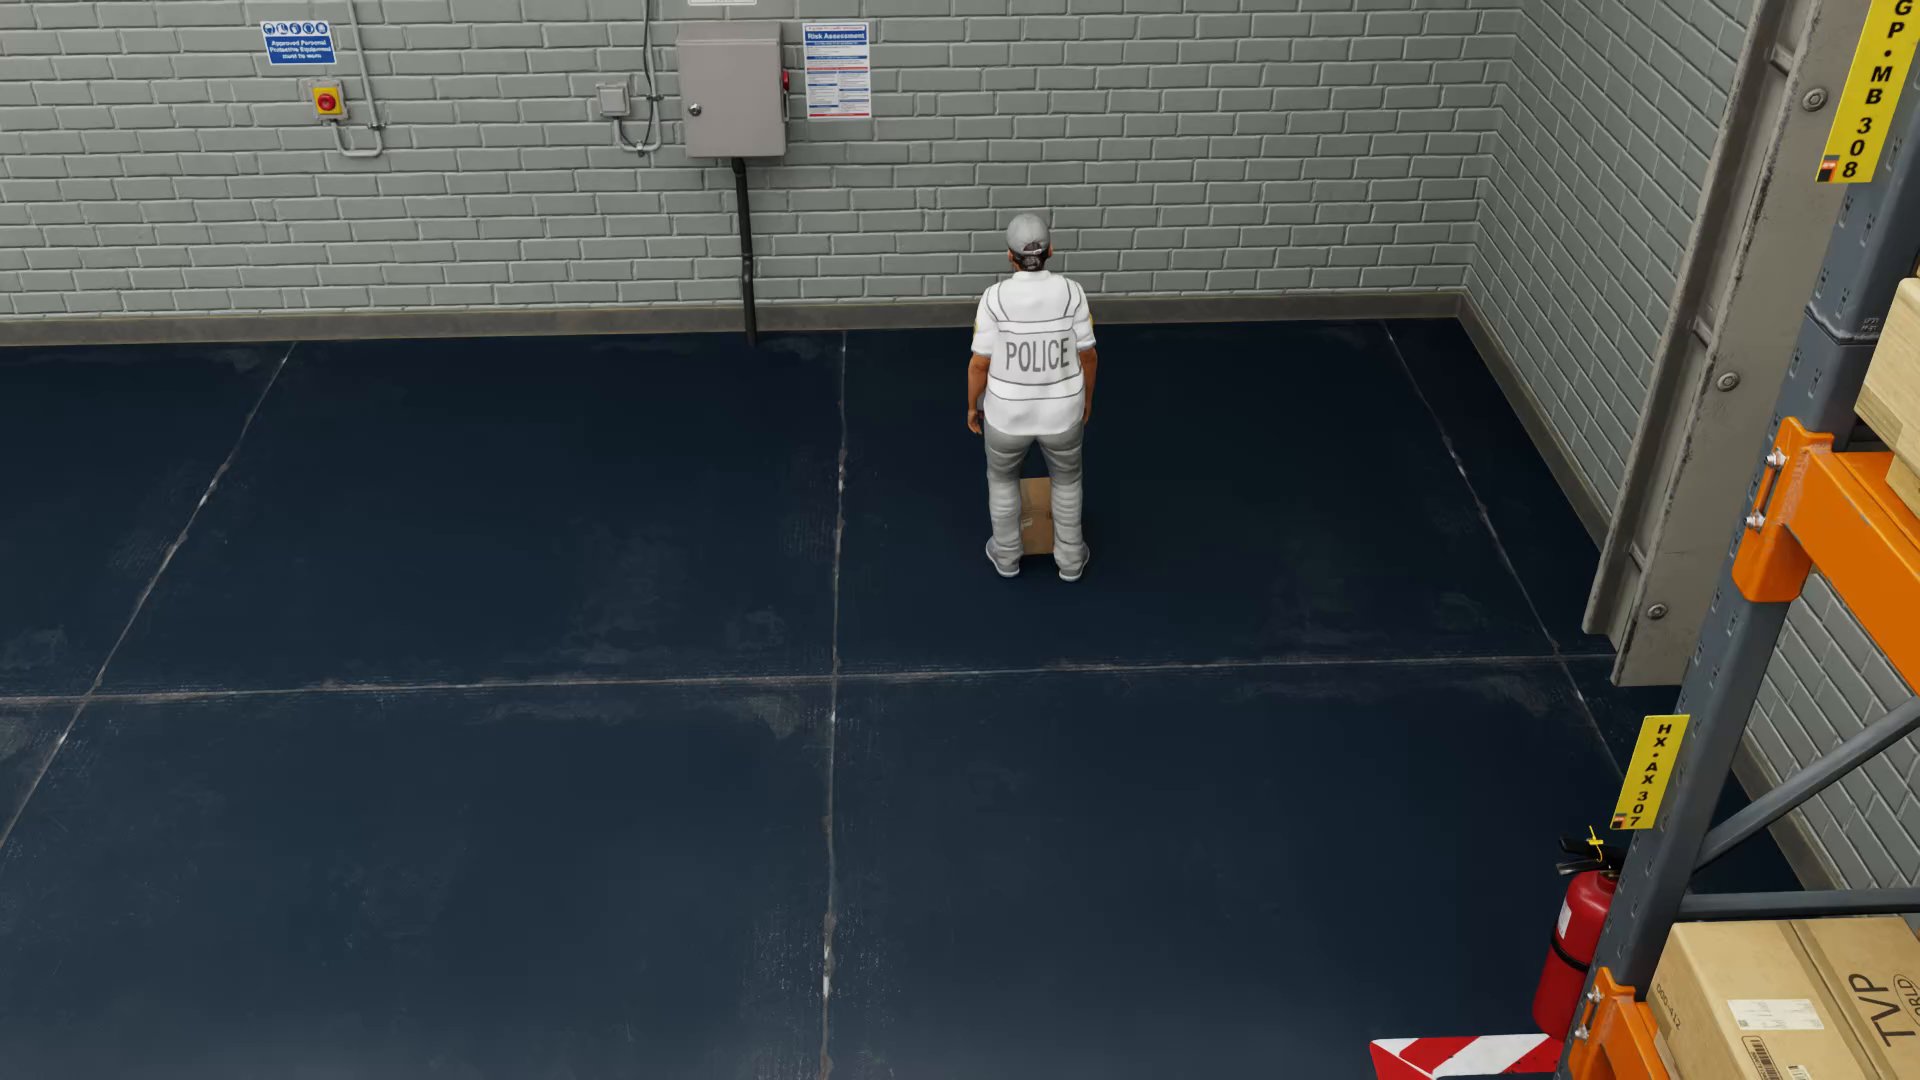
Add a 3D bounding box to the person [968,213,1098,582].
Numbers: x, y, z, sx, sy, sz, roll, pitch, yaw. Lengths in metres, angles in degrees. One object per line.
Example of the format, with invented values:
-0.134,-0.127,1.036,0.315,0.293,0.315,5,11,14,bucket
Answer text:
0.308,-0.555,6.919,0.562,1.667,0.463,-3,36,-4,person
